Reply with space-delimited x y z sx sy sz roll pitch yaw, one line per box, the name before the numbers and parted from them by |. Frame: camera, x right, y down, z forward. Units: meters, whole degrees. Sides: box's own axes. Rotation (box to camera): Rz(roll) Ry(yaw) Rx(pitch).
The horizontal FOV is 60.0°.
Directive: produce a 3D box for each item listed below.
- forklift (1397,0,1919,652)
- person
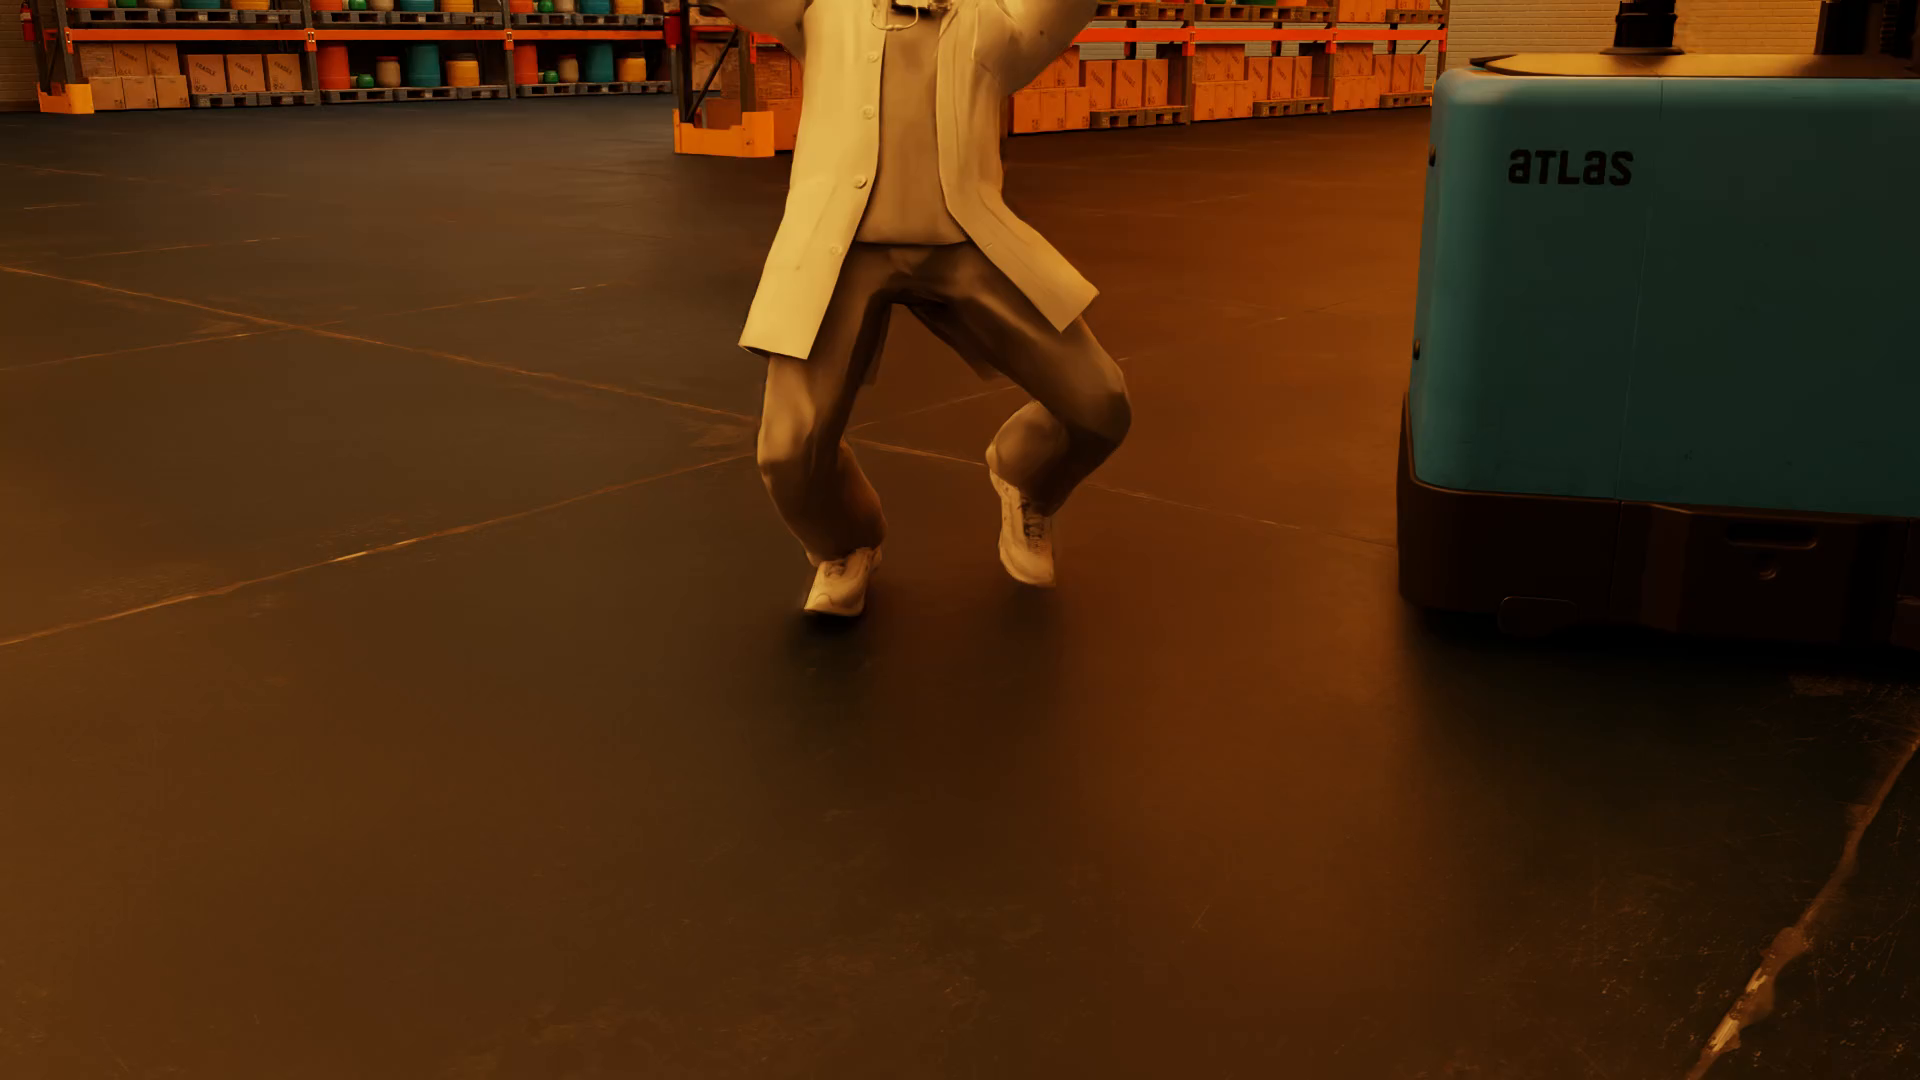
forklift | 2.460 -1.245 2.998 3.031 2.935 1.130 4 17 13
person | -0.210 -0.672 3.240 1.092 1.678 0.721 -4 17 -11
